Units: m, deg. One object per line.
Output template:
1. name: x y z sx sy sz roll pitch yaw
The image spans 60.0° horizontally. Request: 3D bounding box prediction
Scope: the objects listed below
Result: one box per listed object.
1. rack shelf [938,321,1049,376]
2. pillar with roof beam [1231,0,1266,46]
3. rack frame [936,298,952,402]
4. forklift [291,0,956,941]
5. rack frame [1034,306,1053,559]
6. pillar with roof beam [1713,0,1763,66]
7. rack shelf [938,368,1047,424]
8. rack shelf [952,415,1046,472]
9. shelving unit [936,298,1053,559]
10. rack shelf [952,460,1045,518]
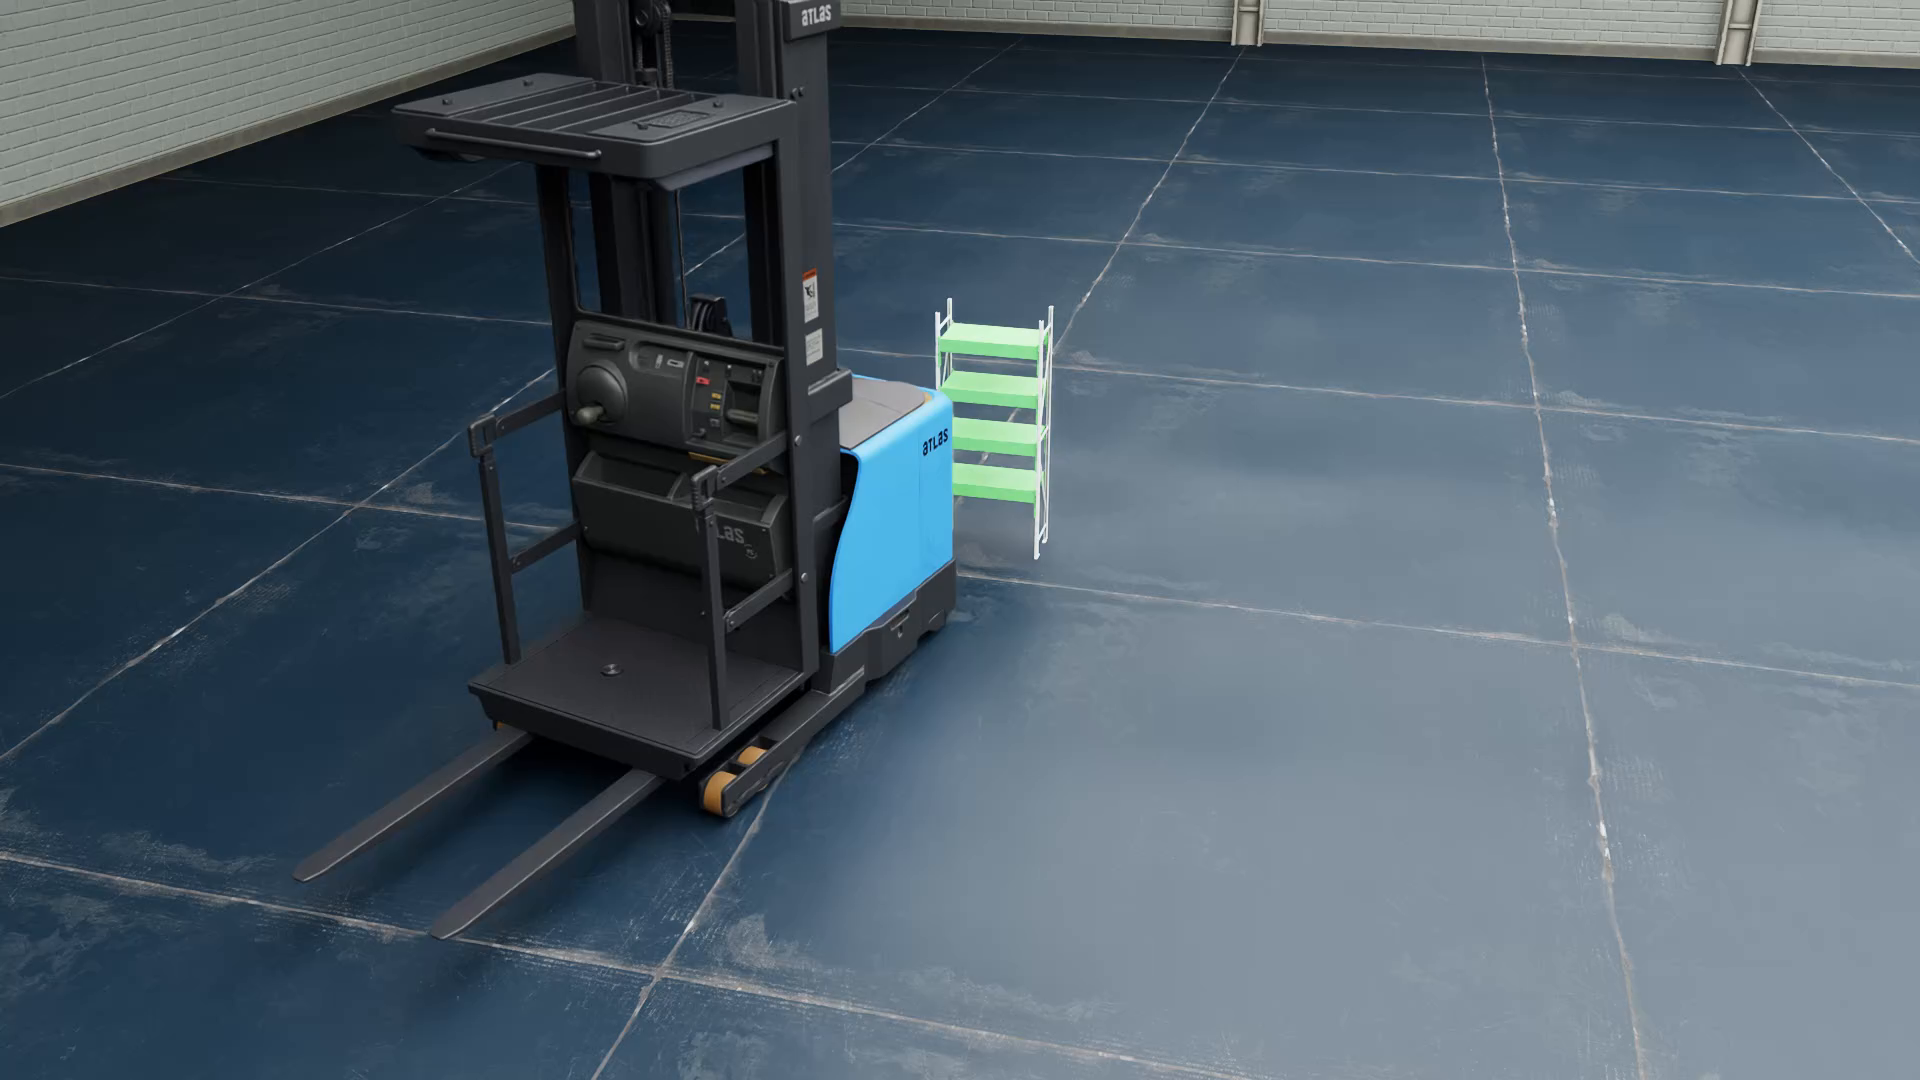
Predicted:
1. rack shelf: 0.160 -0.900 7.776 0.480 0.148 0.258 6 26 13
2. pillar with roof beam: 2.742 -8.865 16.402 0.400 9.000 9.100 6 26 13
3. rack frame: -0.076 -0.550 8.010 0.015 1.200 0.240 6 26 13
4. forklift: -1.166 -0.527 5.946 1.130 2.935 3.031 13 28 26
5. rack frame: 0.397 -0.498 7.900 0.015 1.200 0.240 6 26 13
6. pillar with roof beam: 8.553 -8.223 15.053 0.400 9.000 9.100 6 26 13
7. rack shelf: 0.160 -0.683 7.879 0.480 0.148 0.258 6 26 13
8. rack shelf: 0.160 -0.466 7.982 0.480 0.148 0.258 6 26 13
9. shelving unit: 0.160 -0.524 7.955 0.503 1.200 0.258 6 26 13
10. rack shelf: 0.160 -0.250 8.085 0.480 0.148 0.258 6 26 13
